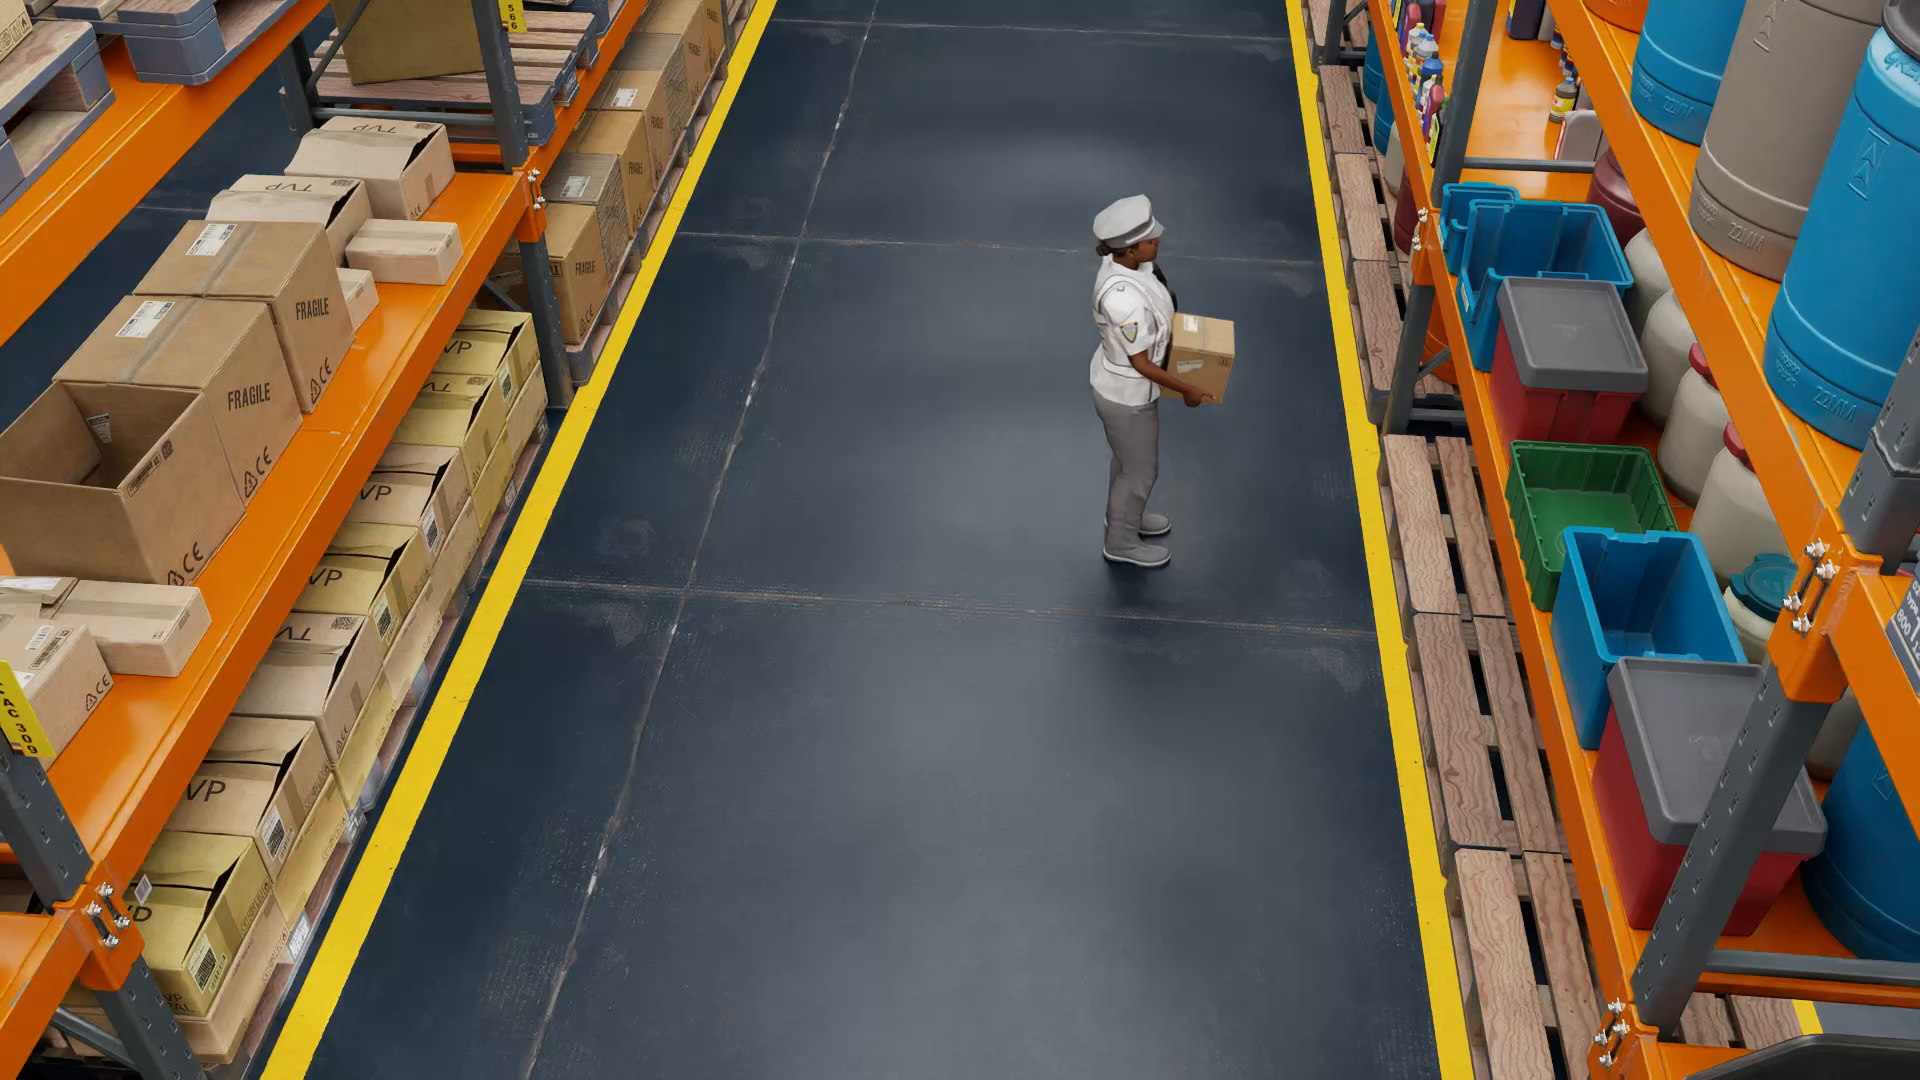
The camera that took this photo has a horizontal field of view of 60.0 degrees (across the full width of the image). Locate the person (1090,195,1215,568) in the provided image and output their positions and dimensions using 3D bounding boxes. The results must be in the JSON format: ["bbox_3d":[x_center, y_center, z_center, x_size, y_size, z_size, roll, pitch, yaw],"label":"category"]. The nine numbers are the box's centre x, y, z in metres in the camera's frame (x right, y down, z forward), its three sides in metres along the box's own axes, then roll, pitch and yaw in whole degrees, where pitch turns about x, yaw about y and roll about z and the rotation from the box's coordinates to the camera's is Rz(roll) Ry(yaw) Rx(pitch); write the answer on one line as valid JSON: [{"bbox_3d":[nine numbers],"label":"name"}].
[{"bbox_3d":[0.780,-0.633,6.885,0.533,1.688,0.450,4,40,5],"label":"person"}]
